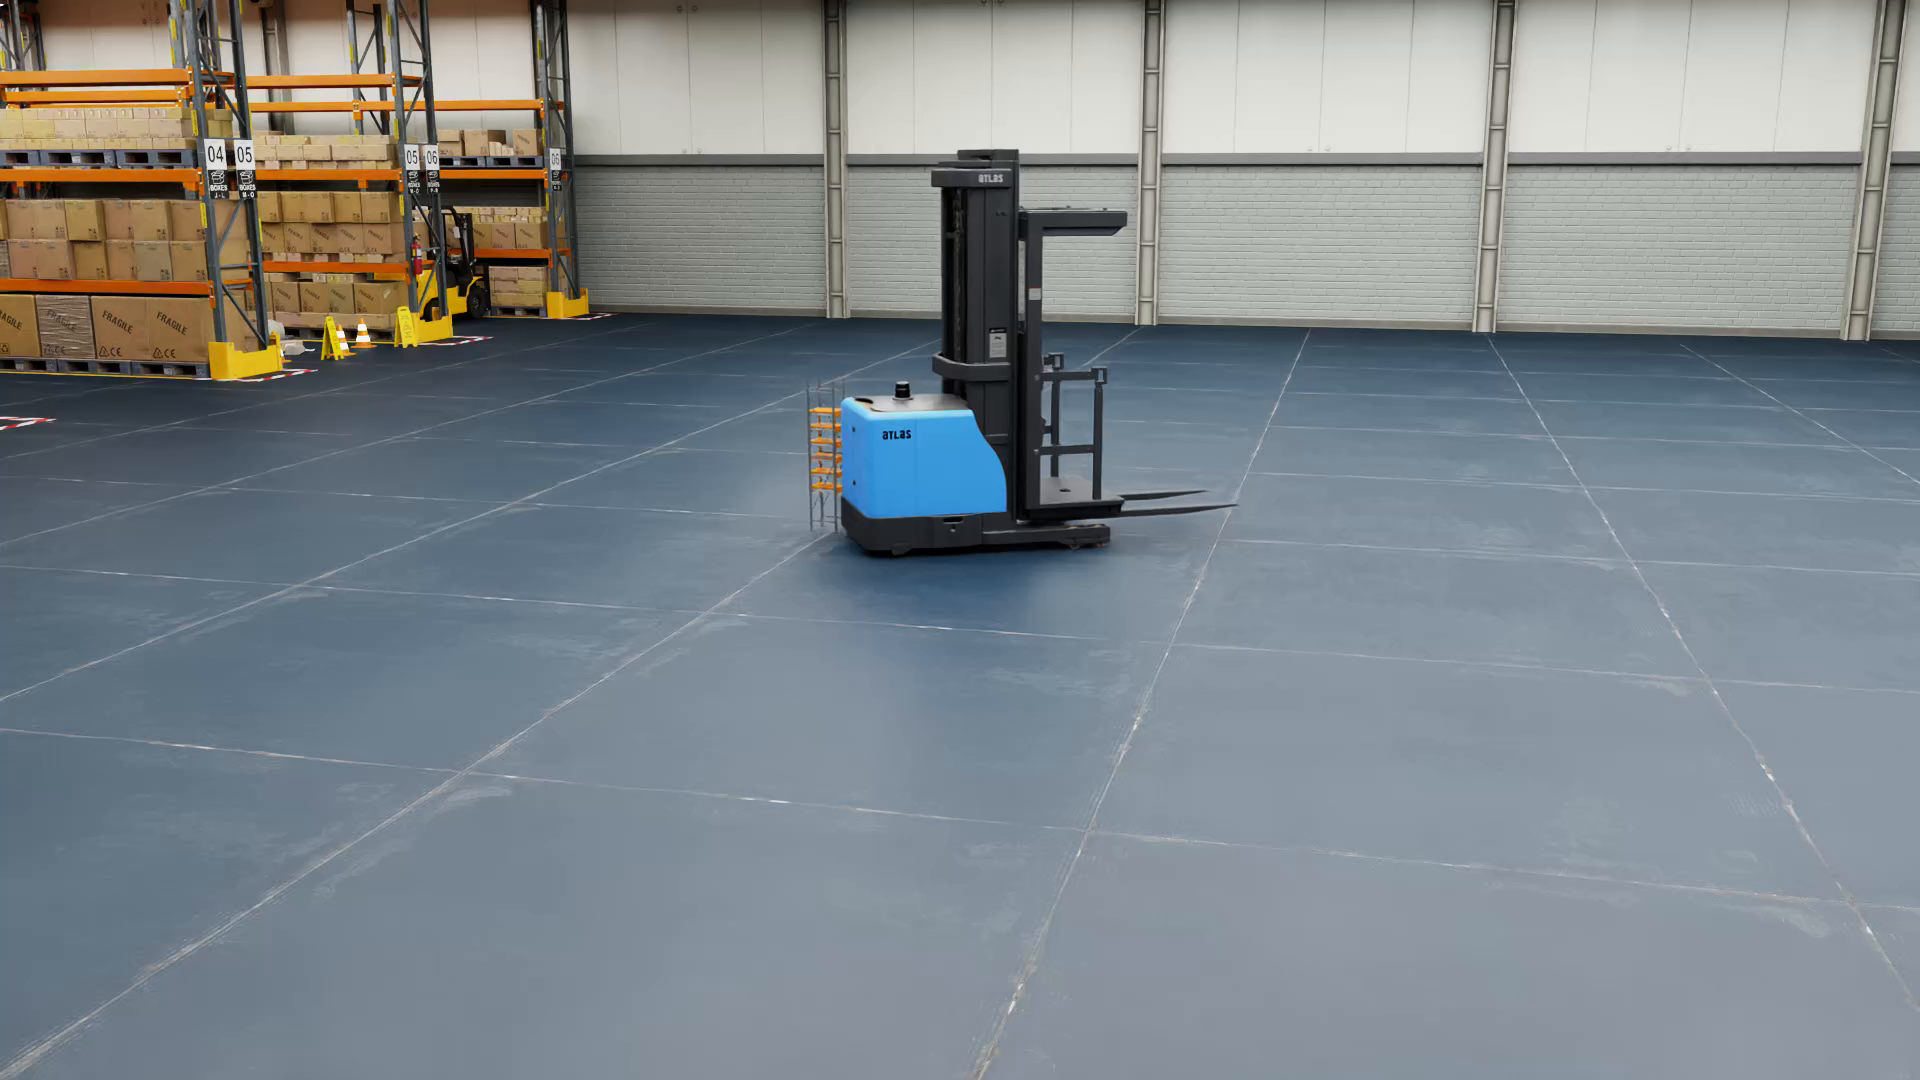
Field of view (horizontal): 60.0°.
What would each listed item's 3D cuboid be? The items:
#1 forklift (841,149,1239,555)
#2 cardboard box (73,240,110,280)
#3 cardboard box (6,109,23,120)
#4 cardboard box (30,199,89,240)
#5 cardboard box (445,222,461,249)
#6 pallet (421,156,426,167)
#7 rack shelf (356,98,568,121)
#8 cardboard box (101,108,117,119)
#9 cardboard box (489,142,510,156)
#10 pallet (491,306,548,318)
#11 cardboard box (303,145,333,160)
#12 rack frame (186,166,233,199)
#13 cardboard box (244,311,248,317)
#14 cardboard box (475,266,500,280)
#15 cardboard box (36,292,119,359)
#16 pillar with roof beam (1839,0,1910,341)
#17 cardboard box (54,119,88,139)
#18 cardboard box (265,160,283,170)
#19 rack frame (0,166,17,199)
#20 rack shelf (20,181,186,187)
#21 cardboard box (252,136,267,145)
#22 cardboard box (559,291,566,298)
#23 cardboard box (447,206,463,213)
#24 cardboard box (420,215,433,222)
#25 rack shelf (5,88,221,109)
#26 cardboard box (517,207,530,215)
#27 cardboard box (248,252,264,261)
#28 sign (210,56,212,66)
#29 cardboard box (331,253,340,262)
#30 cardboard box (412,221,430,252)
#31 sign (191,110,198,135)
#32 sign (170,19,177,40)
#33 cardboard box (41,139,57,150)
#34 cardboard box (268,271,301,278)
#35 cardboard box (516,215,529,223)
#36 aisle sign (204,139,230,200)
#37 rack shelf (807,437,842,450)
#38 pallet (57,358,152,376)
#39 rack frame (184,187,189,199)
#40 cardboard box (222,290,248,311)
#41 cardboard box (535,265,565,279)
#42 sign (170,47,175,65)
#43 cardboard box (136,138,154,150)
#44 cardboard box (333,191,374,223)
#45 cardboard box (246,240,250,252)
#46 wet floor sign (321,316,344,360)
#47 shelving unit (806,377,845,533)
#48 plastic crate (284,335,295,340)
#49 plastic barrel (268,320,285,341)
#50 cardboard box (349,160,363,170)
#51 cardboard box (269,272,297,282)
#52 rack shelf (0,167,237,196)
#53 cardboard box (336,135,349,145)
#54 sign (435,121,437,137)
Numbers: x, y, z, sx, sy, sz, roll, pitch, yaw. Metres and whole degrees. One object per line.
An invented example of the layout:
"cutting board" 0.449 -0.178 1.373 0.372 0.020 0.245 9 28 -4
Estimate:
"forklift" 0.644 -1.474 12.704 3.031 2.935 1.130 -3 13 -15
"cardboard box" -11.946 -3.967 23.434 0.500 0.550 0.875 3 13 14
"cardboard box" -12.869 -5.848 22.875 0.250 0.149 0.380 3 13 13
"cardboard box" -12.478 -4.506 23.372 0.550 0.550 0.875 3 13 14
"cardboard box" -9.754 -5.974 32.597 0.500 0.500 0.500 3 13 14
"pallet" -10.773 -7.466 32.830 1.213 0.211 1.003 3 13 14
"rack shelf" -9.665 -8.362 32.324 4.000 0.370 1.077 3 13 14
"cardboard box" -11.390 -5.770 22.519 0.250 0.149 0.380 3 13 14
"cardboard box" -8.847 -7.521 31.983 0.258 0.266 0.396 3 13 14
"pallet" -8.476 -4.545 32.826 1.213 0.211 1.003 3 13 14
"cardboard box" -10.464 -6.390 27.438 0.500 0.250 0.500 3 13 15
"rack frame" -12.793 -5.039 28.615 0.127 3.000 1.000 3 13 14
"cardboard box" -12.285 -3.815 28.473 0.500 0.250 0.500 2 13 11
"cardboard box" -9.235 -5.234 32.563 0.500 0.250 0.500 3 13 14
"cardboard box" -12.411 -3.068 23.663 0.875 0.875 0.875 3 13 14
"pillar with roof beam" 14.086 -6.880 23.058 0.400 9.000 9.100 3 13 14
"cardboard box" -12.001 -5.621 22.771 0.500 0.250 0.500 3 13 14
"cardboard box" -11.318 -6.228 27.627 0.250 0.149 0.380 3 13 12
"rack frame" -13.881 -3.993 23.899 0.127 3.000 1.000 3 13 14
"rack shelf" -17.432 -7.508 34.477 4.000 0.370 1.077 3 13 14
"cardboard box" -11.550 -6.641 27.647 0.250 0.149 0.380 3 13 12
"cardboard box" -8.154 -4.805 32.937 0.500 0.250 0.500 3 13 14
"cardboard box" -9.853 -6.456 32.584 0.250 0.149 0.380 3 13 14
"cardboard box" -10.373 -6.314 32.631 0.250 0.149 0.380 3 13 13
"rack shelf" -14.735 -7.526 28.554 4.000 0.370 1.077 3 13 14
"cardboard box" -8.369 -6.367 32.184 0.250 0.149 0.380 3 13 14
"cardboard box" -11.809 -4.803 28.130 0.250 0.149 0.380 3 13 15
"sign" -15.361 -9.870 34.015 0.005 0.325 0.100 3 13 14
"cardboard box" -10.312 -4.741 27.850 0.250 0.149 0.380 3 13 14
"cardboard box" -9.303 -5.109 28.010 0.500 0.500 0.500 3 13 13
"sign" -10.141 -5.530 22.041 0.005 0.325 0.100 3 13 14
"sign" -12.920 -8.385 27.319 0.005 0.325 0.100 3 13 14
"cardboard box" -12.372 -5.433 22.842 0.250 0.149 0.380 3 13 14
"cardboard box" -13.598 -5.234 34.006 0.625 0.625 0.875 3 13 11
"cardboard box" -8.383 -6.207 32.151 0.250 0.149 0.380 3 13 14
"aisle sign" -10.000 -4.988 22.381 0.004 0.787 0.394 3 13 14
"rack shelf" -1.040 -0.739 13.035 0.258 0.103 0.180 5 14 23
"pallet" -11.973 -2.513 23.666 1.213 0.211 1.003 3 13 14
"rack frame" -15.491 -6.291 34.256 0.127 3.000 1.000 3 13 14
"cardboard box" -12.285 -4.181 28.392 0.500 0.500 0.500 4 13 16
"cardboard box" -8.145 -5.291 32.821 0.500 0.250 0.500 3 13 13
"sign" -15.611 -9.600 32.980 0.005 0.325 0.100 3 13 14
"cardboard box" -10.895 -5.354 22.485 0.250 0.149 0.380 3 13 14
"cardboard box" -9.947 -5.522 27.566 0.500 0.500 0.700 3 13 14
"cardboard box" -11.940 -5.131 28.109 0.500 0.500 0.500 3 13 13
"wet floor sign" -9.495 -3.051 25.089 0.232 0.644 0.267 1 13 4
"shelving unit" -1.040 -0.666 13.052 0.258 1.200 0.189 5 14 23
"plastic crate" -11.465 -3.360 27.787 0.583 0.080 0.402 -1 13 -6
"plastic barrel" -11.277 -3.363 27.006 0.512 0.421 0.421 -9 15 -35
"cardboard box" -9.822 -6.160 27.321 0.250 0.149 0.380 3 13 15
"cardboard box" -11.416 -4.439 28.057 0.250 0.149 0.380 4 13 17
"rack shelf" -11.939 -5.003 23.185 4.000 0.370 1.077 3 13 14
"cardboard box" -10.036 -6.573 27.342 0.250 0.149 0.380 3 13 14
"sign" -8.780 -6.837 27.774 0.005 0.325 0.100 3 13 14
